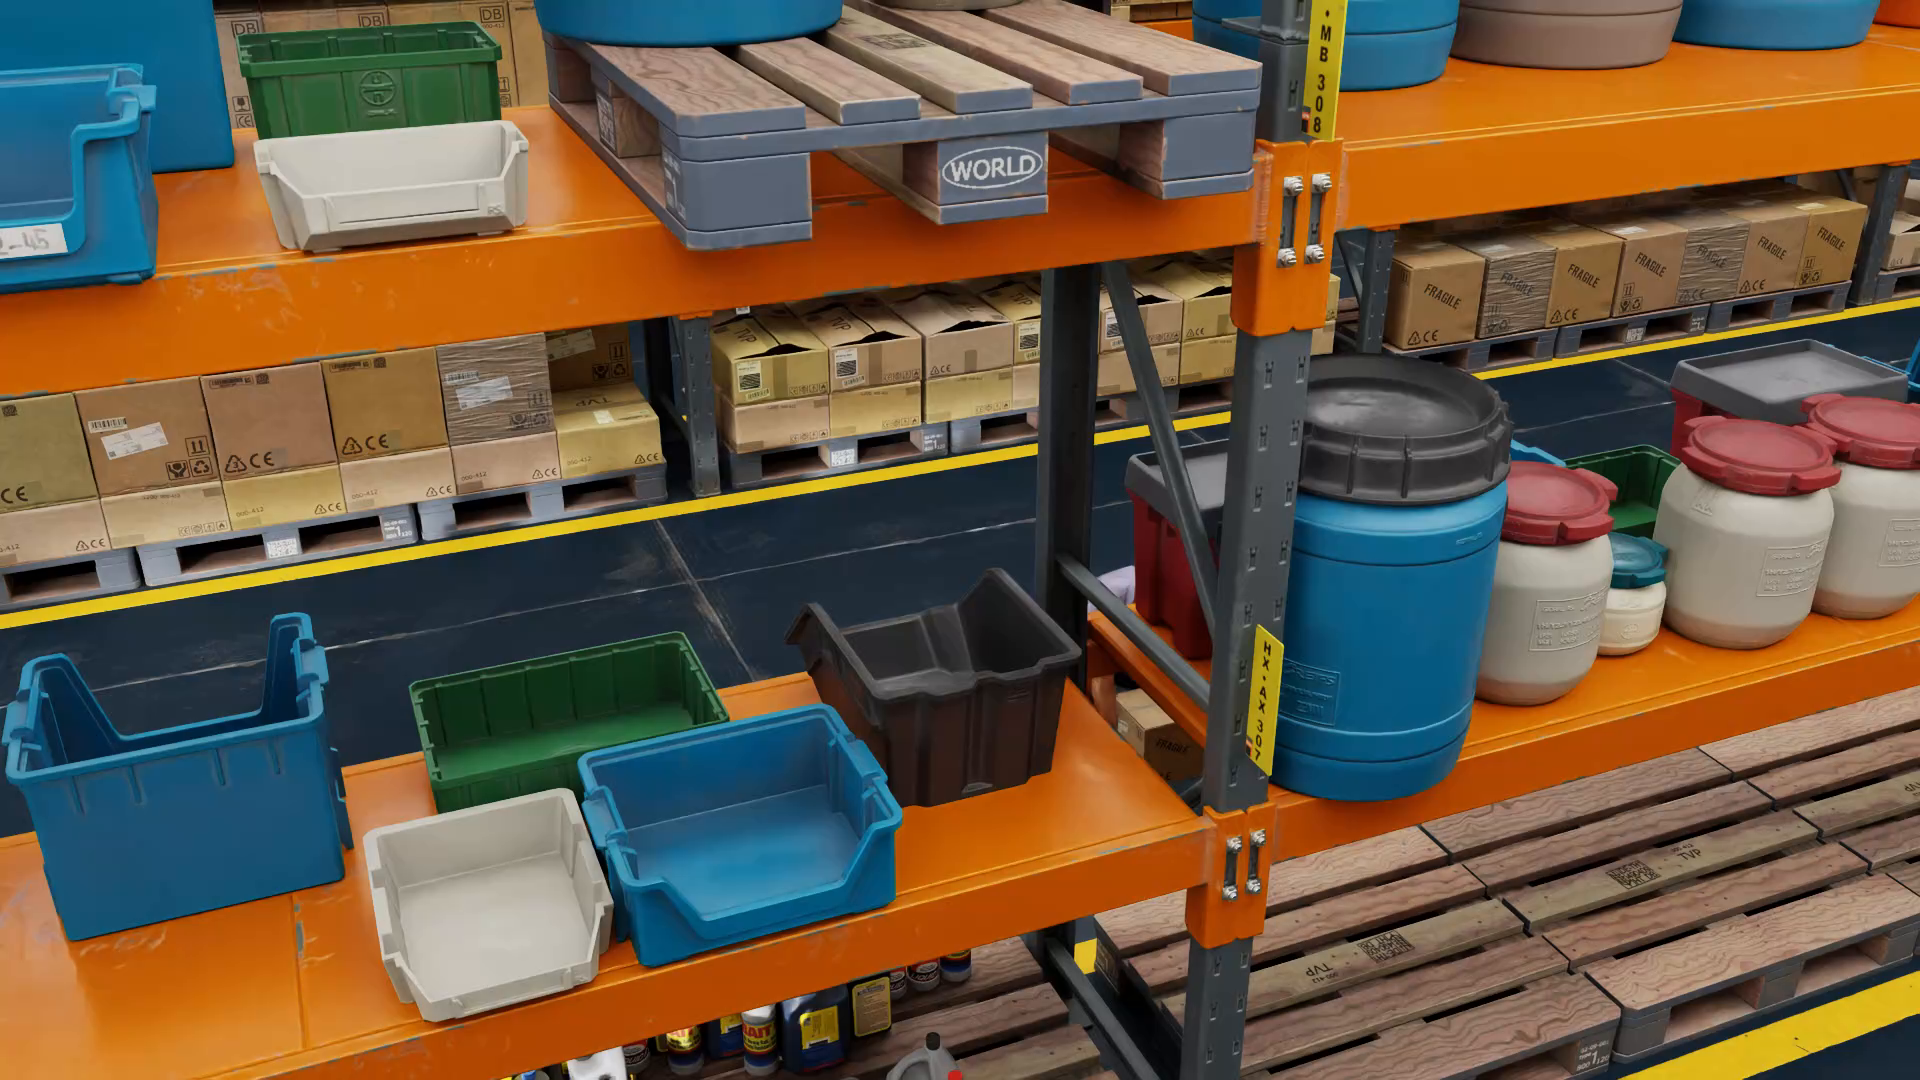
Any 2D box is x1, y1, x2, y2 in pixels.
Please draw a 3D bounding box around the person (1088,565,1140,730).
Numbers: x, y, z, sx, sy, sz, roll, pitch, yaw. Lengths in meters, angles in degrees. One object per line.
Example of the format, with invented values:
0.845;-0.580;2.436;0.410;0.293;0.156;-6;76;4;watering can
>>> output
0.559;0.432;6.067;0.504;0.945;0.834;-11;28;-21;person
